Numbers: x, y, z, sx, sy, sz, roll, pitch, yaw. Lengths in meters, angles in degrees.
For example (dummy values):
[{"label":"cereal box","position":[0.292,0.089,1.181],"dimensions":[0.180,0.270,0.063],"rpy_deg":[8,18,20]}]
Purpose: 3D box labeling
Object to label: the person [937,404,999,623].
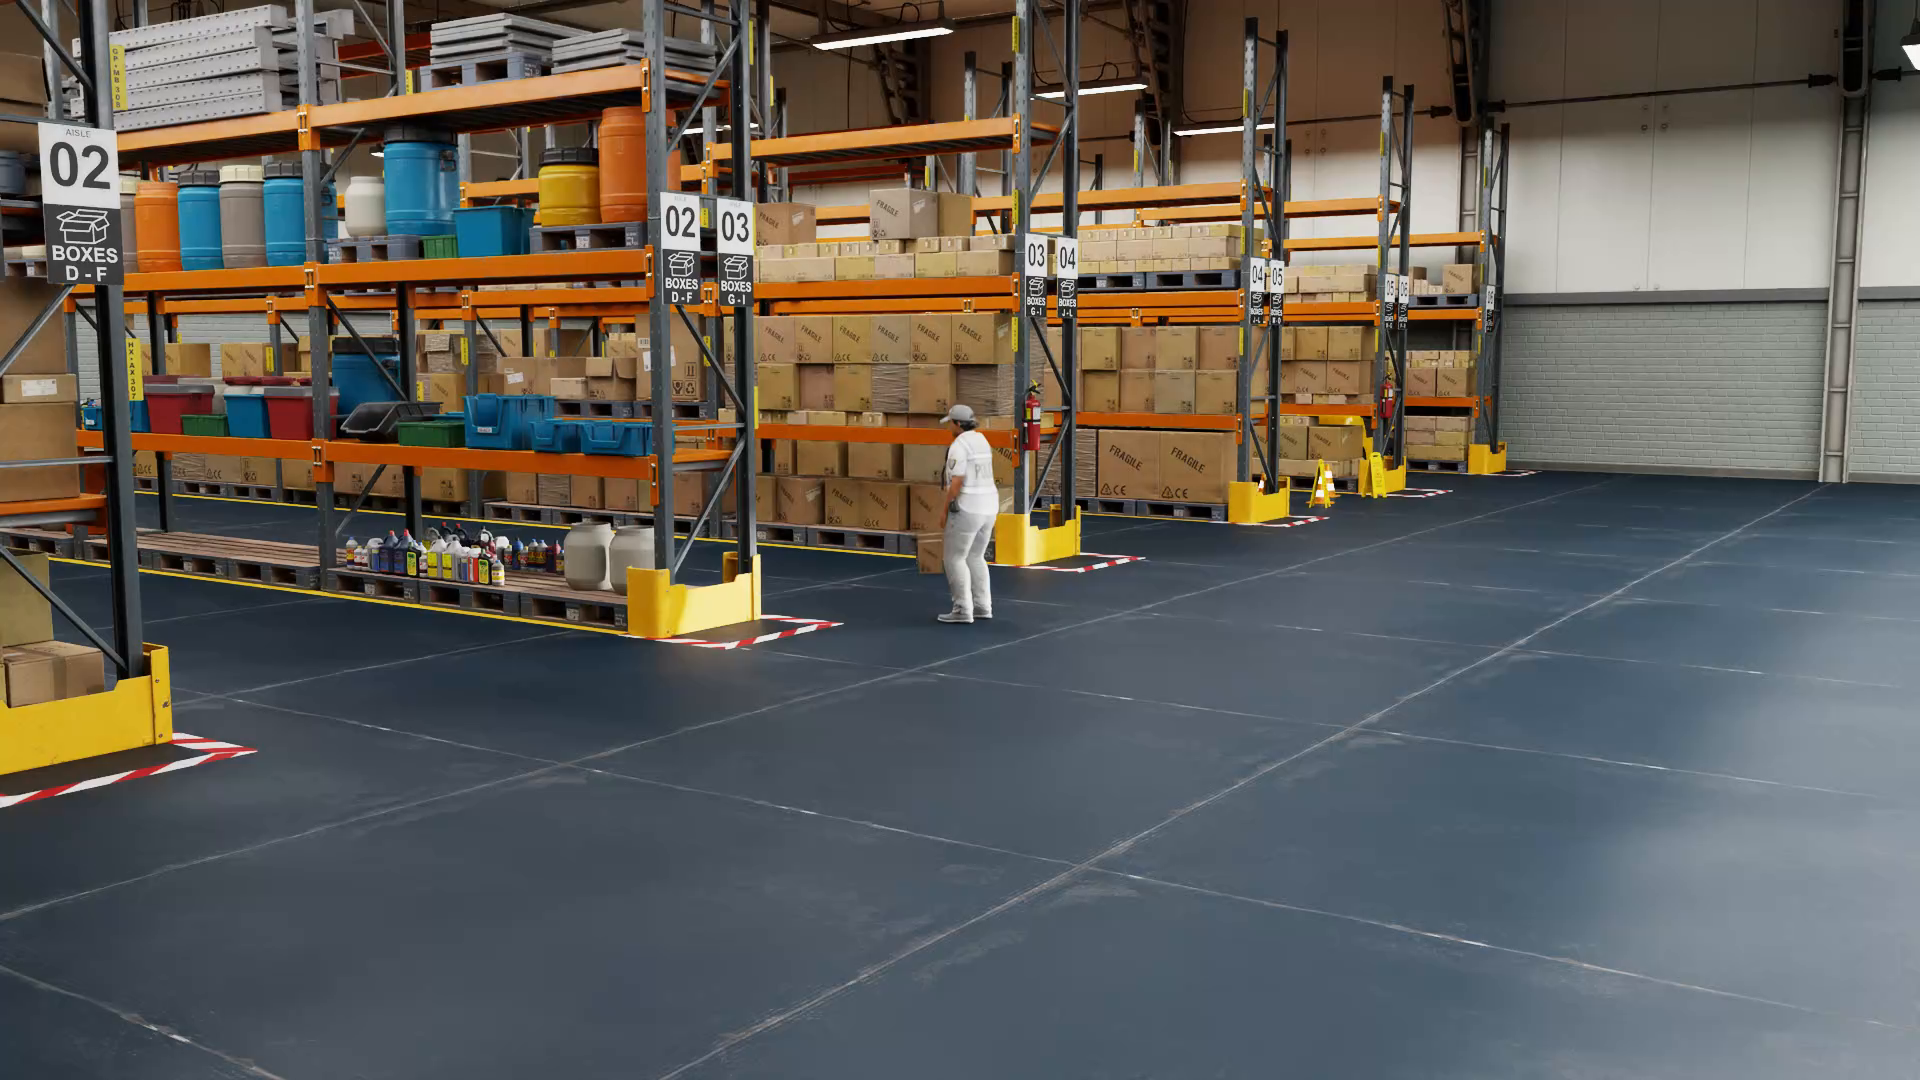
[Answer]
[{"label":"person","position":[0.056,-0.206,12.791],"dimensions":[0.439,1.670,0.526],"rpy_deg":[4,8,32]}]
